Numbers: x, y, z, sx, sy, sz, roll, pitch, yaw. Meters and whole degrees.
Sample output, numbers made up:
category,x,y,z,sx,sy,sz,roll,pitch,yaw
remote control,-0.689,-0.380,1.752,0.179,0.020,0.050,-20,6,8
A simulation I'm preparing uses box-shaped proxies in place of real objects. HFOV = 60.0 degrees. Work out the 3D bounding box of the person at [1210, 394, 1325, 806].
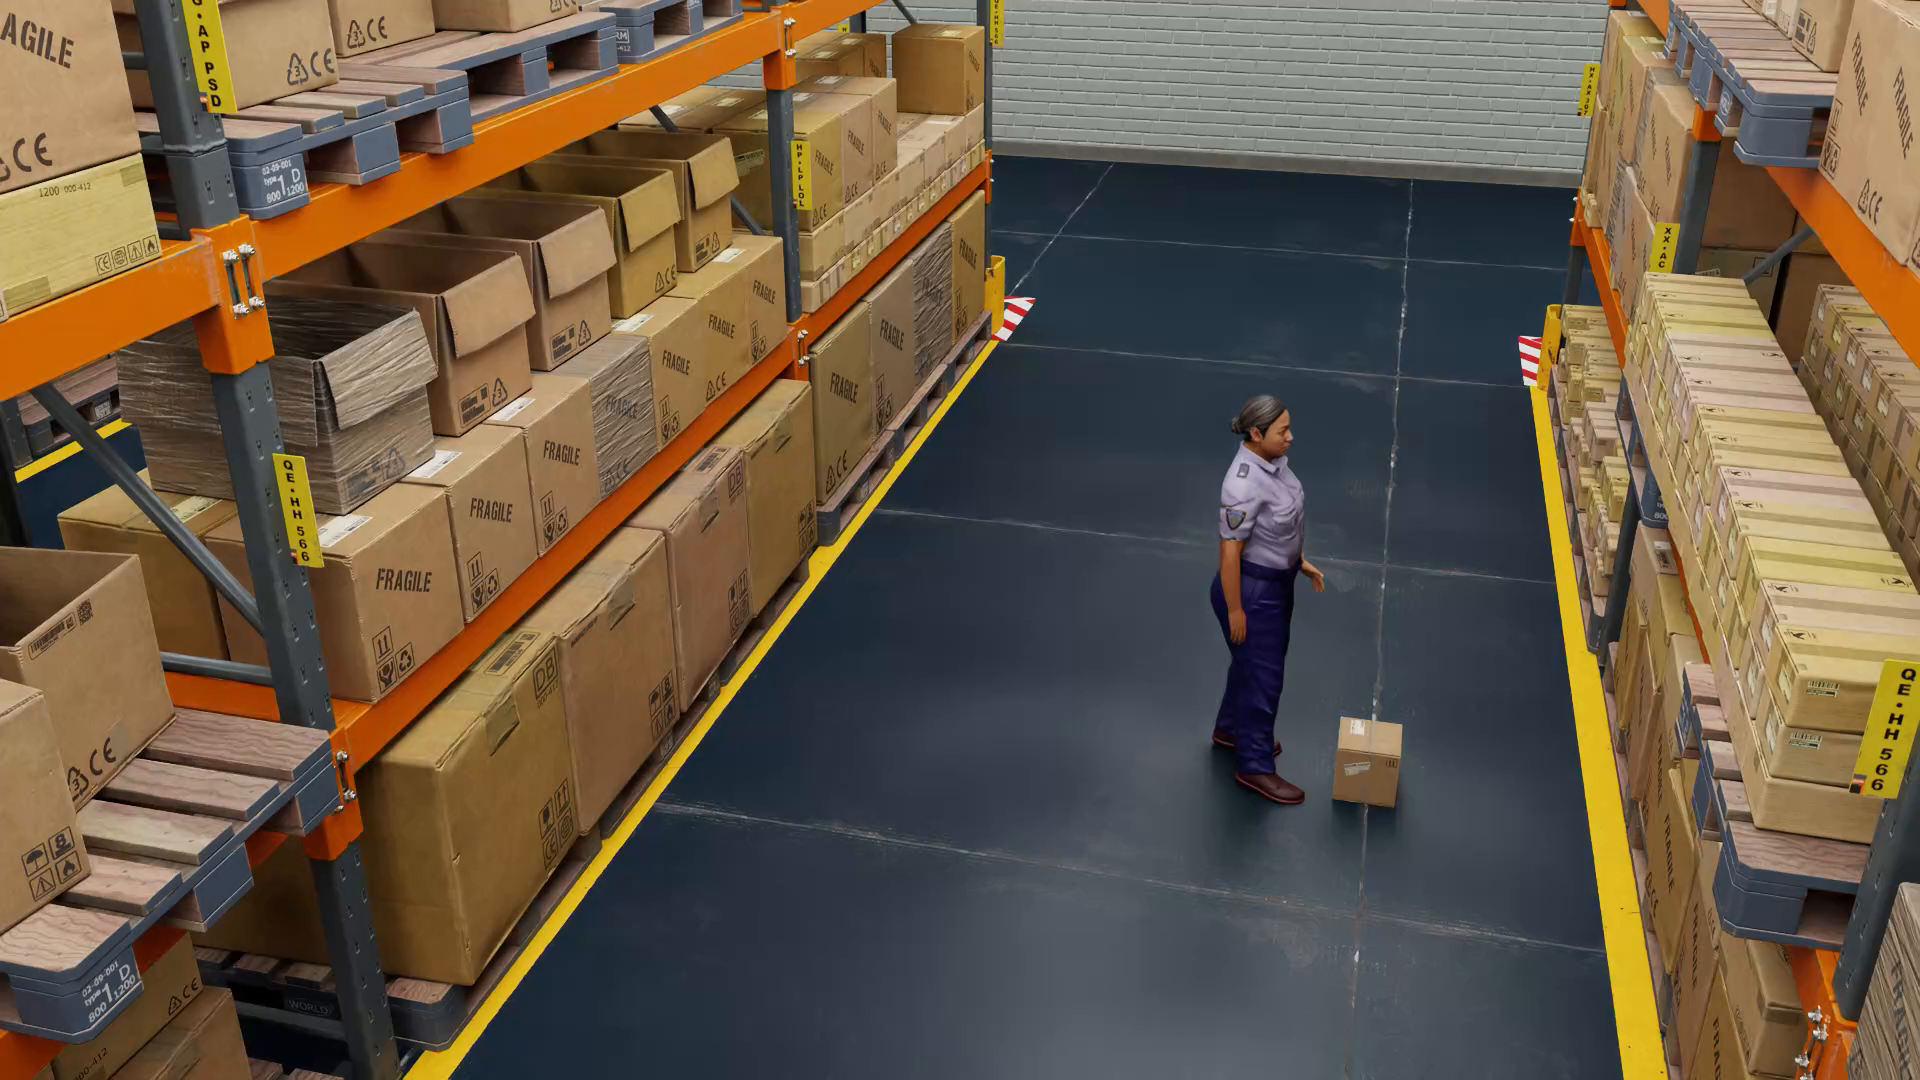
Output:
category,x,y,z,sx,sy,sz,roll,pitch,yaw
person,1.255,0.214,6.661,0.472,1.666,0.517,10,27,20
